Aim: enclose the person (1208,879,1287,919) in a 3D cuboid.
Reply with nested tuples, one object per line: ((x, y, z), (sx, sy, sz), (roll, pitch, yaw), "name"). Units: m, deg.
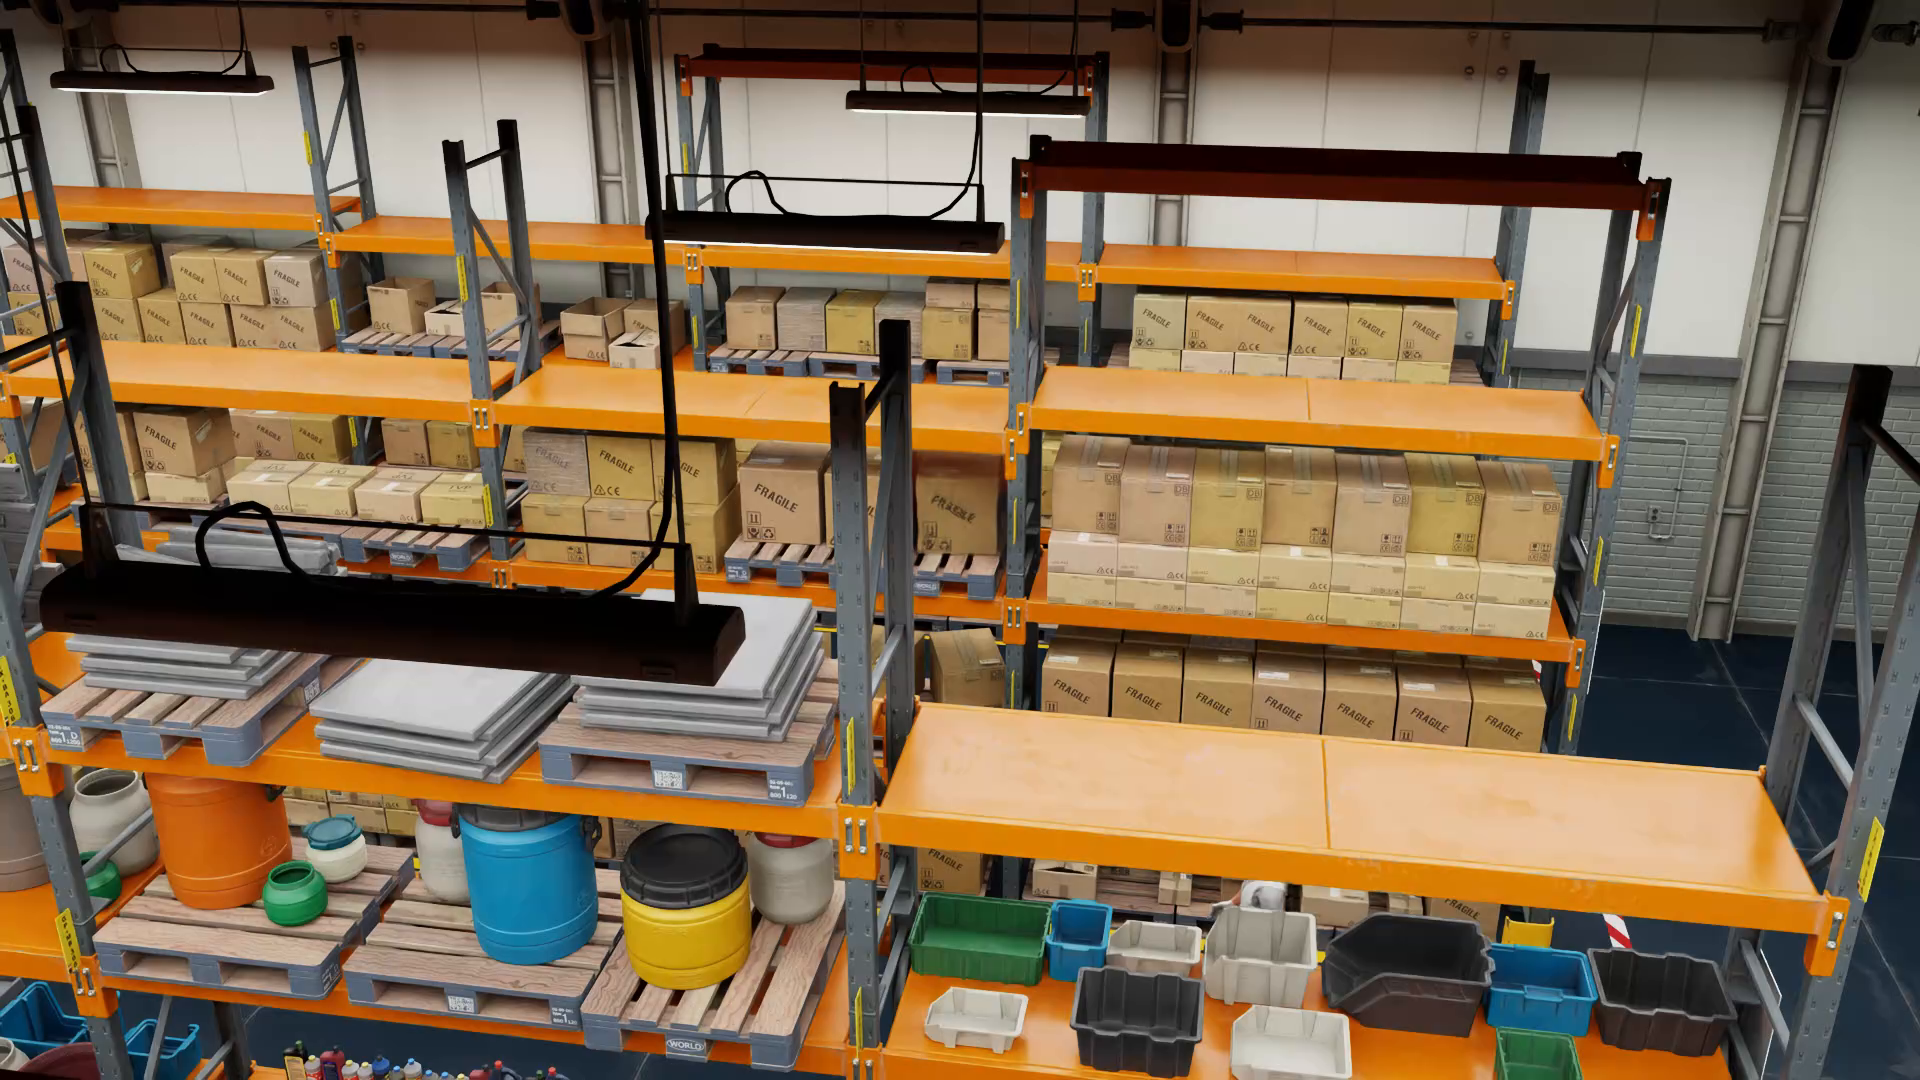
((2.021, 2.745, 11.613), (1.055, 1.726, 0.607), (2, 23, 5), "person")
